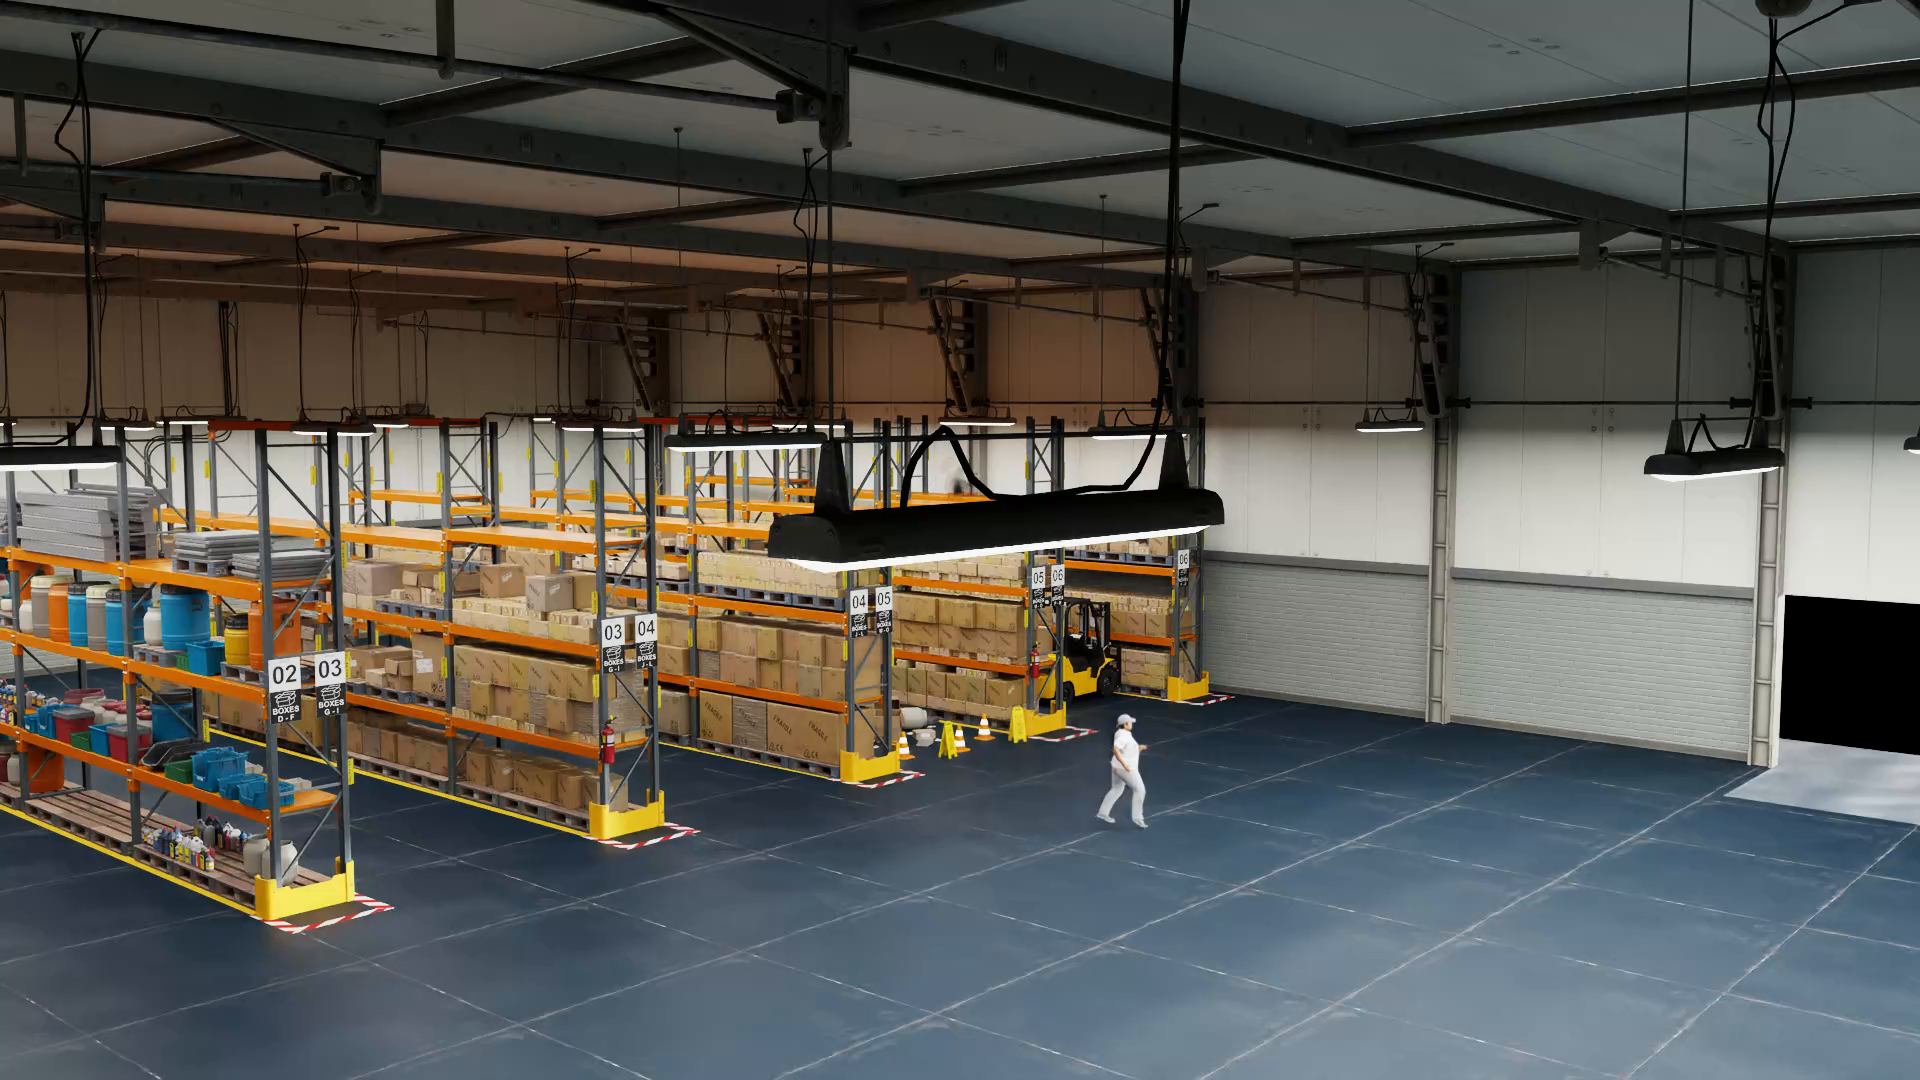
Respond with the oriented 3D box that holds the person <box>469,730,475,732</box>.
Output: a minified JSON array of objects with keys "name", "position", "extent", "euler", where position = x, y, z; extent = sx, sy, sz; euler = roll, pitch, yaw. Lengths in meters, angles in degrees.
[{"name":"person","position":[-9.515,2.781,32.020],"extent":[0.968,1.747,0.710],"euler":[4,6,37]}]

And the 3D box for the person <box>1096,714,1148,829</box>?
[{"name":"person","position":[2.424,3.449,24.729],"extent":[0.767,1.728,0.580],"euler":[-1,5,-15]}]

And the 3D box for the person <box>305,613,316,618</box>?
[{"name":"person","position":[-14.479,2.450,37.007],"extent":[0.640,1.644,0.570],"euler":[-2,5,-25]}]
